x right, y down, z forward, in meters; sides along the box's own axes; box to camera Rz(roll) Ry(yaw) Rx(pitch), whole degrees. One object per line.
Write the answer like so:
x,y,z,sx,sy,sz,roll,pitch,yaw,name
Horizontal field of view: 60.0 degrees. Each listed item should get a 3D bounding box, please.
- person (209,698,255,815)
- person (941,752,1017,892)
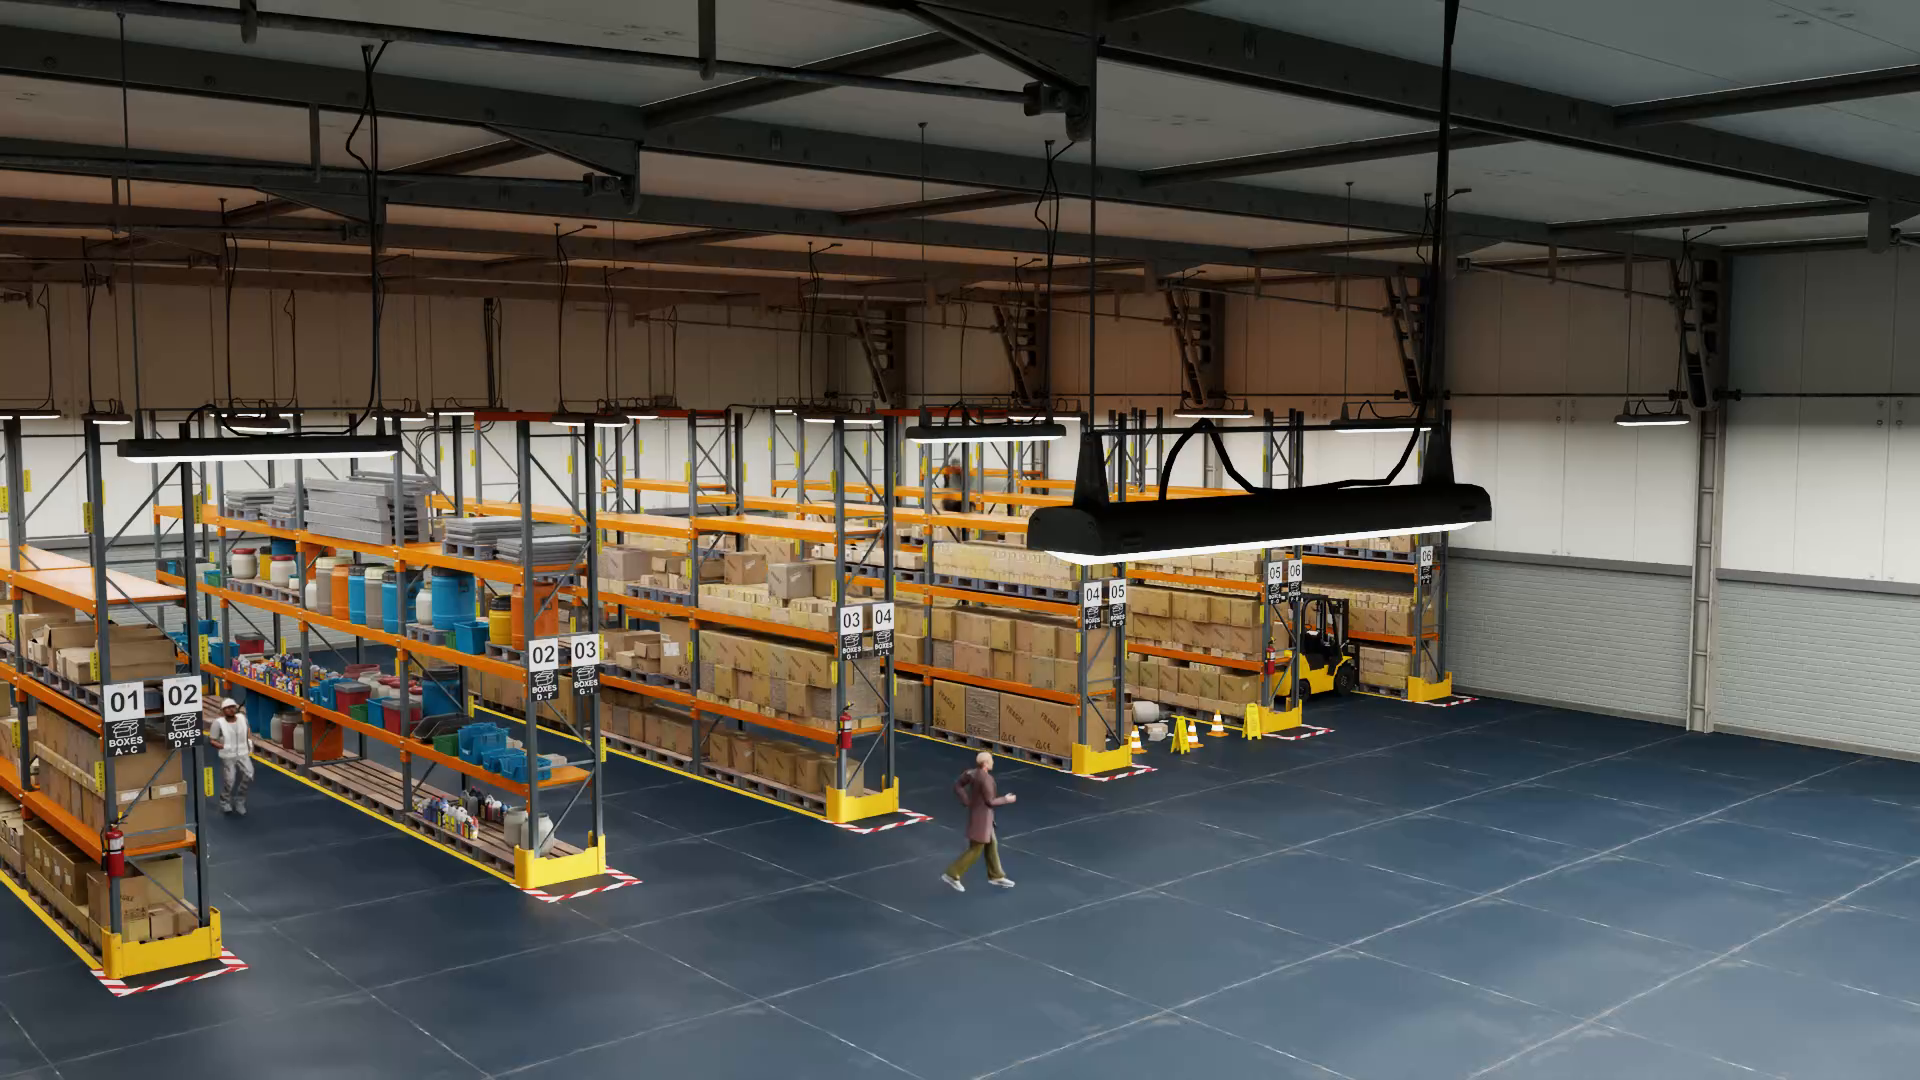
-10.909,3.259,24.986,0.682,1.776,0.666,-5,7,-44,person
0.234,3.577,21.078,1.040,1.790,0.673,-2,5,-18,person
